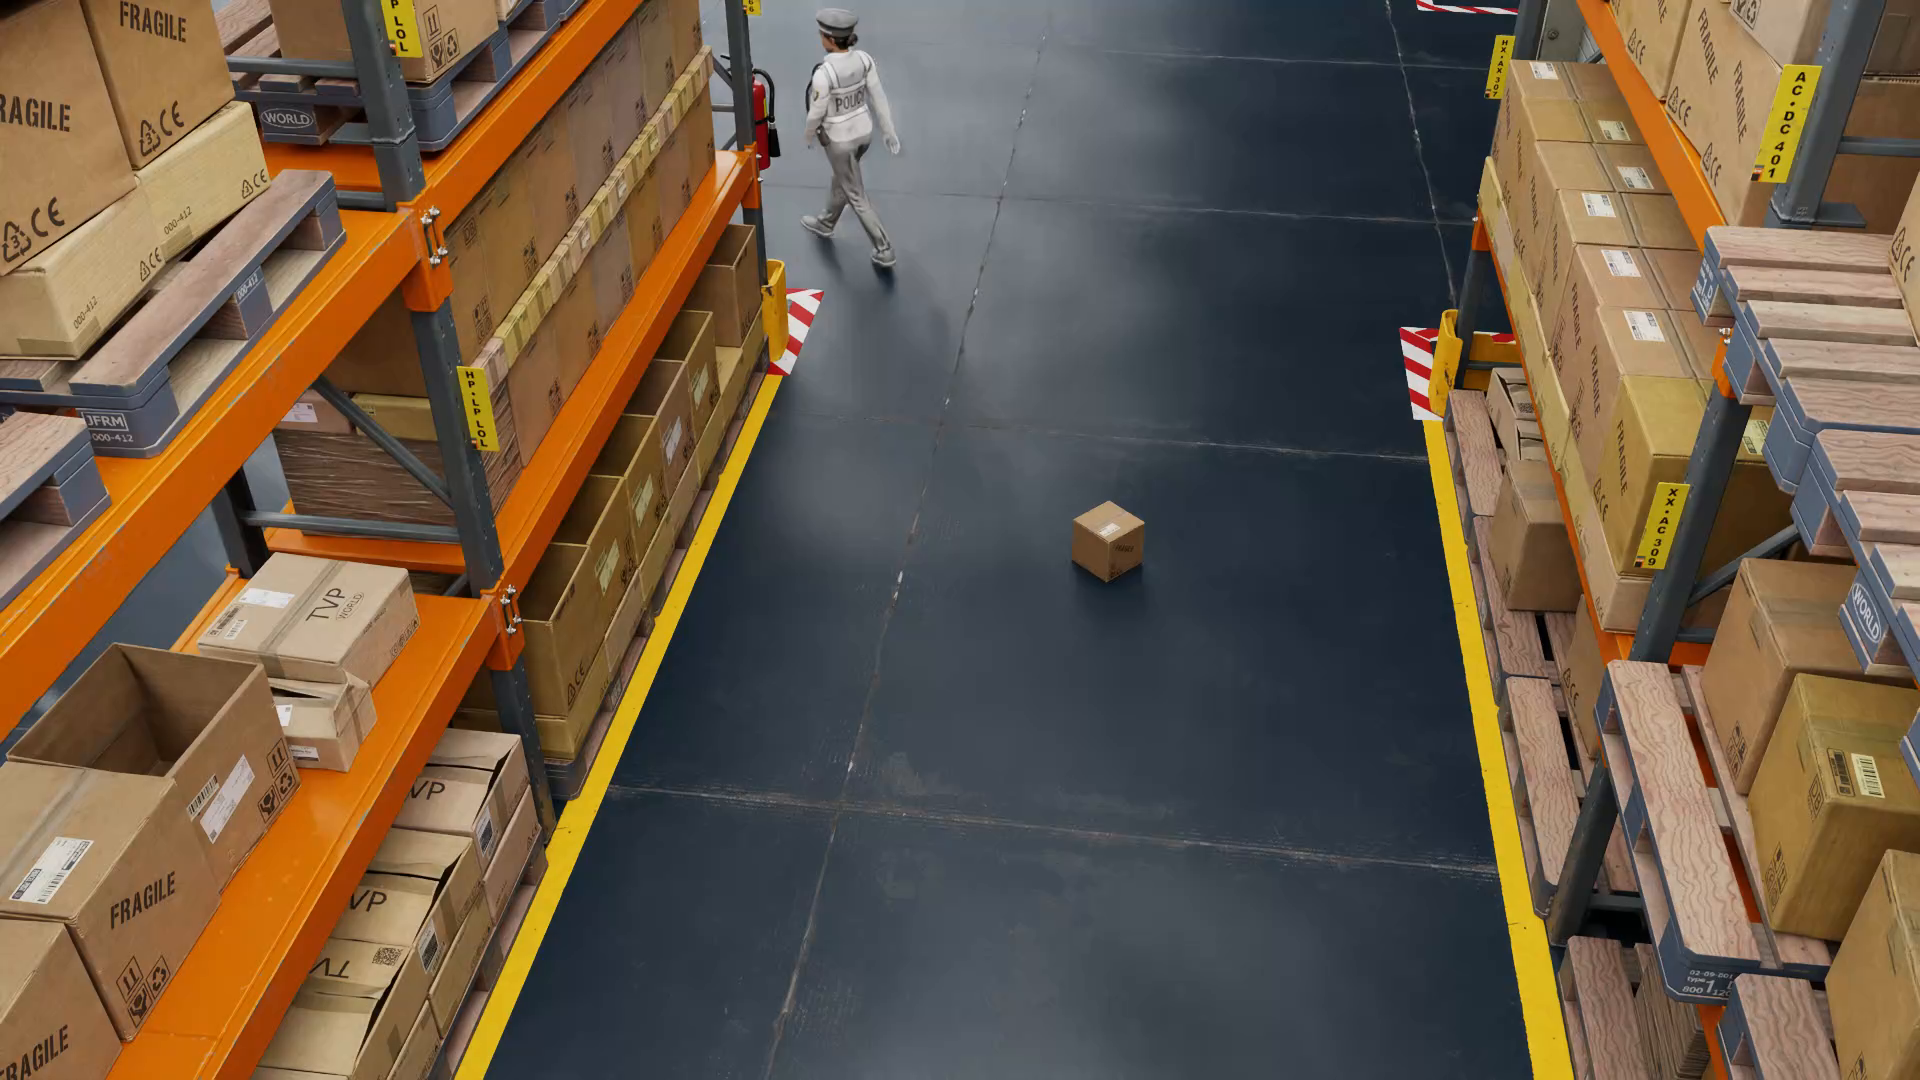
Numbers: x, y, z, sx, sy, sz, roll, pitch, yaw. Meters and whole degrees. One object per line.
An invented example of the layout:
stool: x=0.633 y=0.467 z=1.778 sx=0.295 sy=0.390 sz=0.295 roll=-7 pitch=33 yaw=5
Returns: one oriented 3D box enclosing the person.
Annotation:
person: x=-0.764 y=-2.572 z=10.517 sx=0.919 sy=1.615 sz=0.556 roll=27 pitch=44 yaw=32
